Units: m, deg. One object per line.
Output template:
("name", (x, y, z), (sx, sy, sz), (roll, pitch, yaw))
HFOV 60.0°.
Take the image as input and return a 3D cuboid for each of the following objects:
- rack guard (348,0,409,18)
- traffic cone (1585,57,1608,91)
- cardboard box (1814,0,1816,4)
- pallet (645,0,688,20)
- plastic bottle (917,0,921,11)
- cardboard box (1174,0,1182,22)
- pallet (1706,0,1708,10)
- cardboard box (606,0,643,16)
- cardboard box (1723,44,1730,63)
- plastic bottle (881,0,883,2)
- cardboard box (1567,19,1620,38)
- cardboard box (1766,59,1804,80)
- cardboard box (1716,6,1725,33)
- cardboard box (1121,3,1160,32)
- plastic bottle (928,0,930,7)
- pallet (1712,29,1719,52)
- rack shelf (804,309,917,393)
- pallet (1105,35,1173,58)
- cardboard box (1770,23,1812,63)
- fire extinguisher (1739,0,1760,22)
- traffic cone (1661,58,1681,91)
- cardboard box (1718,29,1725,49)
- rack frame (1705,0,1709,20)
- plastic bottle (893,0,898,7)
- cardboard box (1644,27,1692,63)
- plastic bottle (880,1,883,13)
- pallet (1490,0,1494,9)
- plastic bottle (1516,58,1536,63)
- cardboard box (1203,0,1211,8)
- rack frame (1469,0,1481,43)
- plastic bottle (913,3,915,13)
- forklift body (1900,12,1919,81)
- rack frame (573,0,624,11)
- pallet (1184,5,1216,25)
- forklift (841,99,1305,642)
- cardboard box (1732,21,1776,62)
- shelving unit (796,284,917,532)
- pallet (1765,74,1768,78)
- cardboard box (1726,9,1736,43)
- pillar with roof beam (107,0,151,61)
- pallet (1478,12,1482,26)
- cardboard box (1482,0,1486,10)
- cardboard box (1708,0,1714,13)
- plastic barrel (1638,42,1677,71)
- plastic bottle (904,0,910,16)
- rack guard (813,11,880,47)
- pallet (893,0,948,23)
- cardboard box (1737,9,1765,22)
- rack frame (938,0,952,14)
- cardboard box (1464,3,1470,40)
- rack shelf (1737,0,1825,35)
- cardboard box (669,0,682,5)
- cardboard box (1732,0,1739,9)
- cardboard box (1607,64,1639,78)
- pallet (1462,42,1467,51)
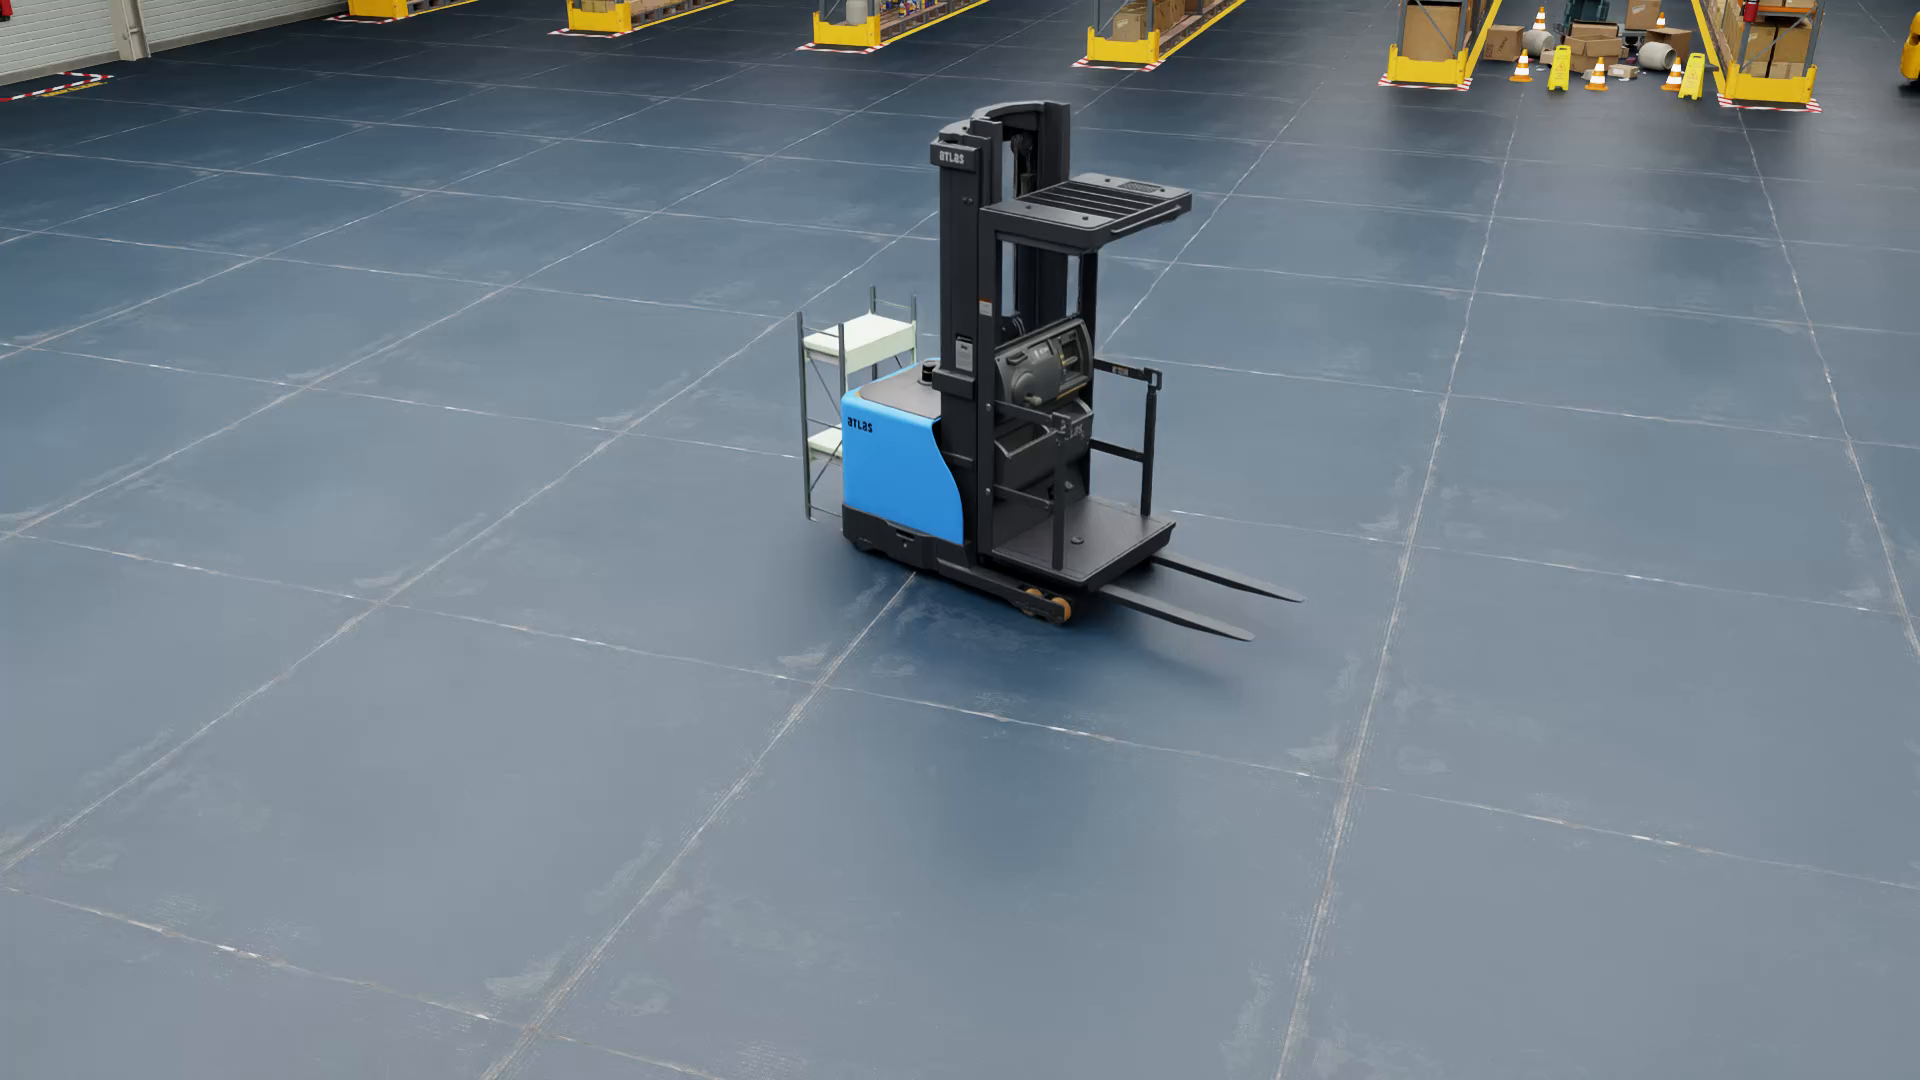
("rack guard", (-11.290, -10.426, 32.210), (1.175, 0.500, 0.348), (9, 27, 17))
("traffic cone", (9.810, -7.171, 25.530), (0.336, 0.463, 0.334), (9, 27, 17))
("cardboard box", (12.587, -8.128, 24.882), (0.380, 0.149, 0.250), (8, 27, 16))
("pallet", (-6.020, -10.368, 32.422), (1.003, 0.211, 1.213), (9, 27, 17))
("plastic bottle", (-0.813, -10.115, 31.320), (0.152, 0.276, 0.135), (9, 27, 18))
("cardboard box", (3.675, -9.678, 30.182), (0.500, 0.500, 0.500), (19, 32, 34))
("pallet", (15.039, -10.274, 32.226), (1.003, 0.211, 1.213), (9, 27, 17))
("cardboard box", (-6.254, -9.943, 31.017), (0.500, 0.250, 0.500), (9, 27, 17))
("cardboard box", (12.407, -7.678, 26.339), (0.500, 0.250, 0.500), (8, 27, 16))
("plastic bottle", (-1.506, -10.209, 31.428), (0.144, 0.351, 0.185), (9, 27, 17))
("cardboard box", (10.544, -8.340, 27.742), (0.797, 0.637, 0.503), (9, 27, 17))
("cardboard box", (12.573, -7.171, 25.292), (0.500, 0.250, 0.500), (9, 27, 17))
("cardboard box", (13.783, -9.090, 29.115), (0.950, 0.372, 0.625), (11, 28, 21))
("cardboard box", (3.088, -8.934, 28.646), (0.500, 0.500, 0.500), (17, 30, 31))
("plastic bottle", (-0.648, -10.348, 31.714), (0.144, 0.351, 0.185), (7, 27, 15))
("pallet", (13.632, -8.637, 28.846), (1.003, 0.211, 1.213), (9, 27, 17))
("rack shelf", (-0.683, -1.251, 11.217), (0.431, 0.370, 0.720), (19, 32, 34))
("pallet", (3.027, -8.470, 28.501), (1.003, 0.211, 1.213), (9, 27, 17))
("cardboard box", (12.580, -7.518, 25.148), (0.500, 0.500, 0.500), (8, 27, 16))
("fire extinguisher", (11.571, -7.913, 24.240), (0.296, 0.674, 0.183), (9, 27, 17))
("traffic cone", (10.970, -7.150, 25.486), (0.336, 0.463, 0.334), (9, 27, 17))
("cardboard box", (12.923, -8.320, 27.665), (0.500, 0.250, 0.500), (7, 27, 15))
("rack frame", (14.706, -11.216, 30.972), (1.000, 3.000, 0.127), (9, 27, 17))
("plastic bottle", (-1.236, -10.348, 31.807), (0.097, 0.271, 0.097), (0, 26, 0))
("cardboard box", (11.735, -8.205, 27.619), (0.500, 0.500, 0.500), (-14, 29, -27))
("plastic bottle", (-1.495, -9.986, 31.140), (0.097, 0.201, 0.097), (0, 26, 0))
("pallet", (10.265, -10.958, 33.639), (1.003, 0.211, 1.213), (9, 27, 17))
("plastic bottle", (9.416, -7.979, 27.660), (0.283, 0.061, 0.133), (0, 26, -1))
("cardboard box", (4.430, -10.524, 31.908), (0.700, 0.500, 0.500), (9, 27, 17))
("rack frame", (8.673, -10.248, 28.974), (1.000, 3.000, 0.127), (9, 27, 17))
("plastic bottle", (-0.895, -9.944, 31.053), (0.097, 0.201, 0.097), (0, 26, 0))
("forklift body", (15.636, -7.871, 25.039), (2.313, 2.155, 1.214), (9, 27, 17))
("rack frame", (-6.642, -10.803, 30.120), (1.000, 3.000, 0.127), (9, 27, 17))
("pallet", (4.287, -10.074, 31.814), (1.003, 0.211, 1.213), (9, 27, 17))
("forklift", (0.685, -1.061, 10.077), (3.031, 2.935, 1.130), (19, 32, 34))
("cardboard box", (12.064, -7.584, 25.284), (0.500, 0.500, 0.500), (9, 27, 18))
("shelving unit", (-0.683, -0.900, 11.387), (0.431, 1.500, 0.755), (19, 32, 34))
("pallet", (12.372, -7.033, 25.533), (1.003, 0.211, 1.213), (9, 27, 17))
("cardboard box", (12.582, -8.223, 26.604), (0.500, 0.500, 0.500), (10, 28, 20))
("pillar with roof beam", (-9.835, -11.543, 24.765), (9.100, 9.000, 0.400), (9, 27, 17))
("pallet", (9.263, -9.824, 31.298), (1.003, 0.211, 1.213), (9, 27, 17))
("cardboard box", (9.429, -10.471, 31.535), (1.050, 0.750, 0.750), (9, 27, 18))
("cardboard box", (14.508, -9.991, 30.977), (0.950, 0.372, 0.625), (7, 27, 14))
("plastic barrel", (11.303, -7.837, 26.950), (0.421, 0.421, 0.512), (-14, 29, -27))
("plastic bottle", (-0.983, -9.849, 30.762), (0.061, 0.283, 0.133), (9, 27, 18))
("rack guard", (-1.992, -8.996, 29.257), (1.175, 0.500, 0.348), (9, 27, 17))
("pallet", (-0.904, -10.202, 32.079), (1.003, 0.211, 1.213), (9, 27, 17))
("cardboard box", (12.123, -8.036, 25.475), (0.380, 0.149, 0.250), (10, 27, 19))
("rack frame", (-0.641, -11.727, 32.029), (1.000, 3.000, 0.127), (9, 27, 17))
("cardboard box", (8.101, -8.861, 28.066), (0.875, 0.875, 0.875), (9, 27, 18))
("rack shelf", (12.709, -8.426, 26.036), (1.077, 0.370, 4.000), (9, 27, 17))
("cardboard box", (-5.753, -10.559, 32.289), (0.500, 0.250, 0.500), (9, 27, 17))
("cardboard box", (12.569, -8.584, 26.606), (0.380, 0.149, 0.250), (10, 28, 20))
("cardboard box", (10.574, -7.476, 26.520), (0.250, 0.149, 0.380), (-20, 33, -36))
("pallet", (7.942, -8.189, 27.921), (1.003, 0.211, 1.213), (9, 27, 17))
